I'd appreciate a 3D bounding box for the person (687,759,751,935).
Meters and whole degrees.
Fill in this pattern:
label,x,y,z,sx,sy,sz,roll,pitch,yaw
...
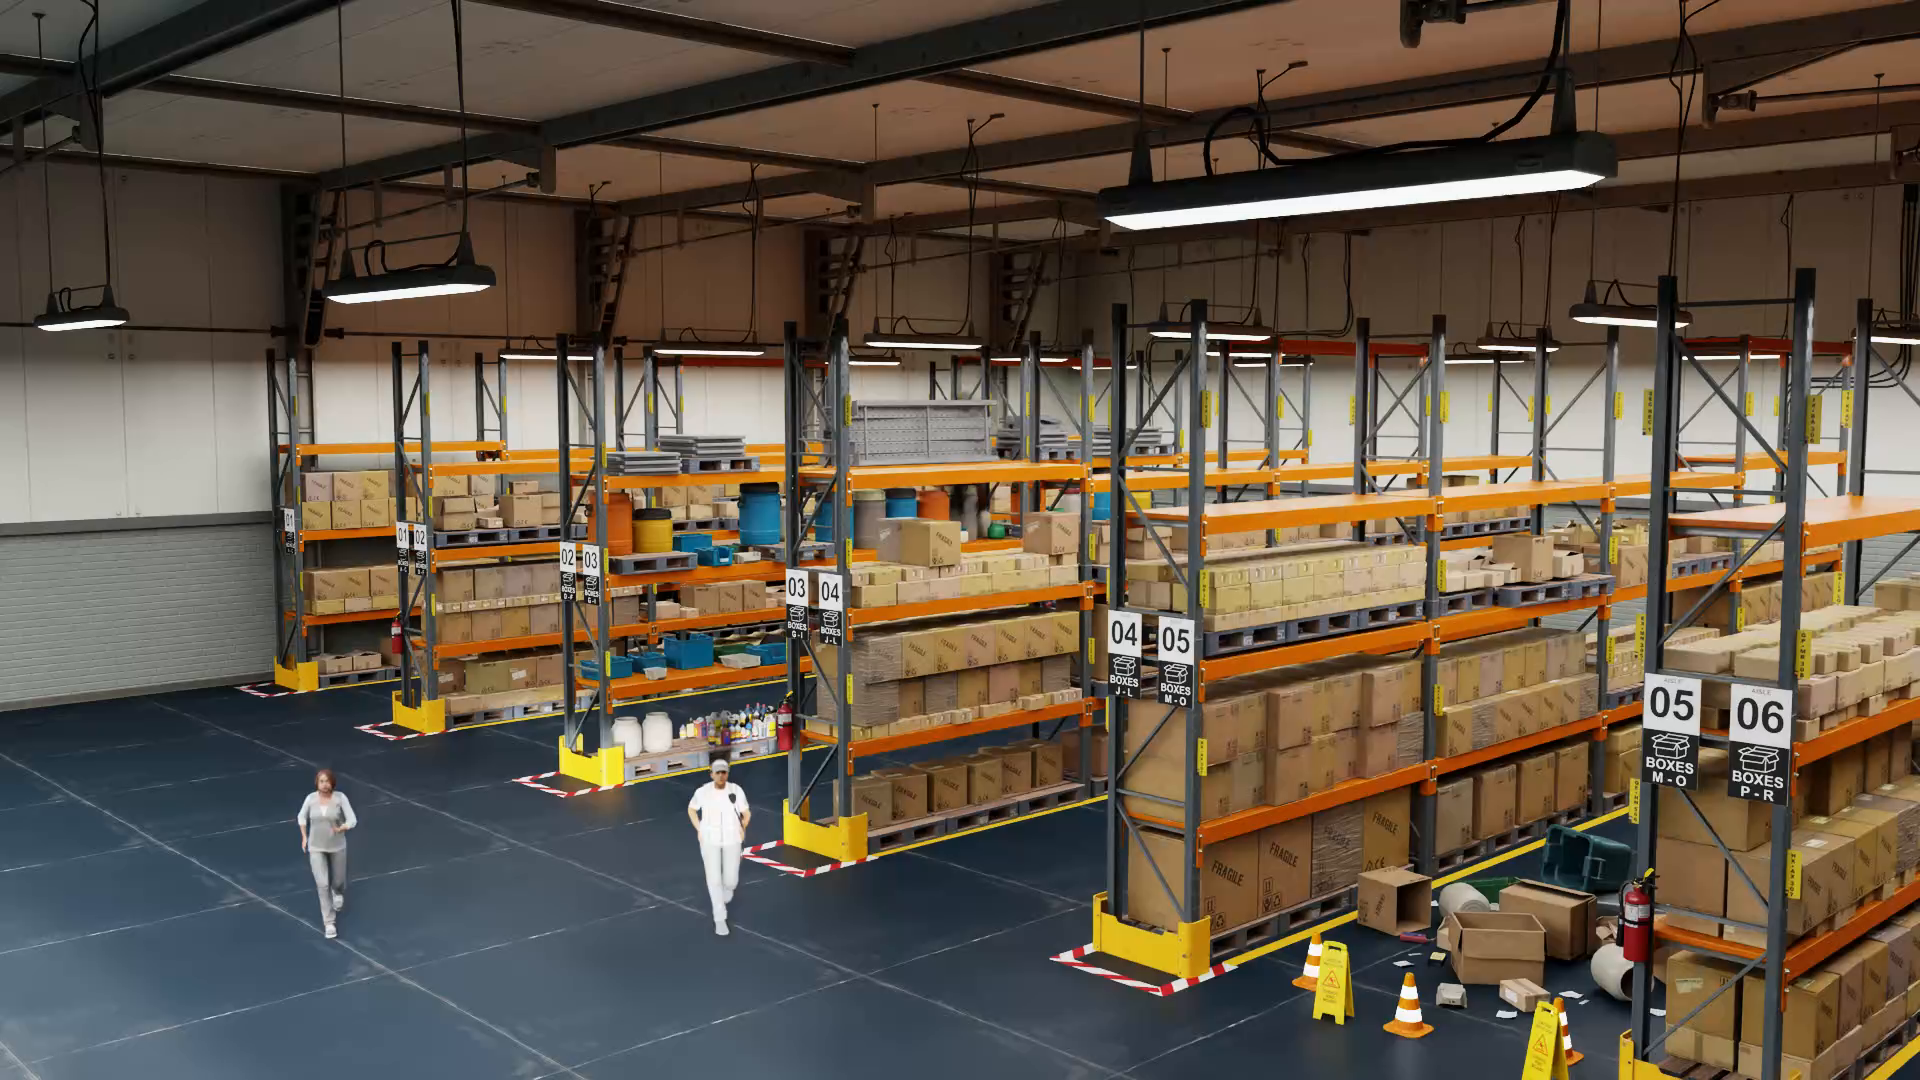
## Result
label,x,y,z,sx,sy,sz,roll,pitch,yaw
person,-2.350,2.957,16.277,0.607,1.654,0.767,-1,5,-13

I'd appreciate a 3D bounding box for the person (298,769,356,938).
label,x,y,z,sx,sy,sz,roll,pitch,yaw
person,-6.110,2.978,16.071,0.538,1.571,0.784,-2,5,-18
